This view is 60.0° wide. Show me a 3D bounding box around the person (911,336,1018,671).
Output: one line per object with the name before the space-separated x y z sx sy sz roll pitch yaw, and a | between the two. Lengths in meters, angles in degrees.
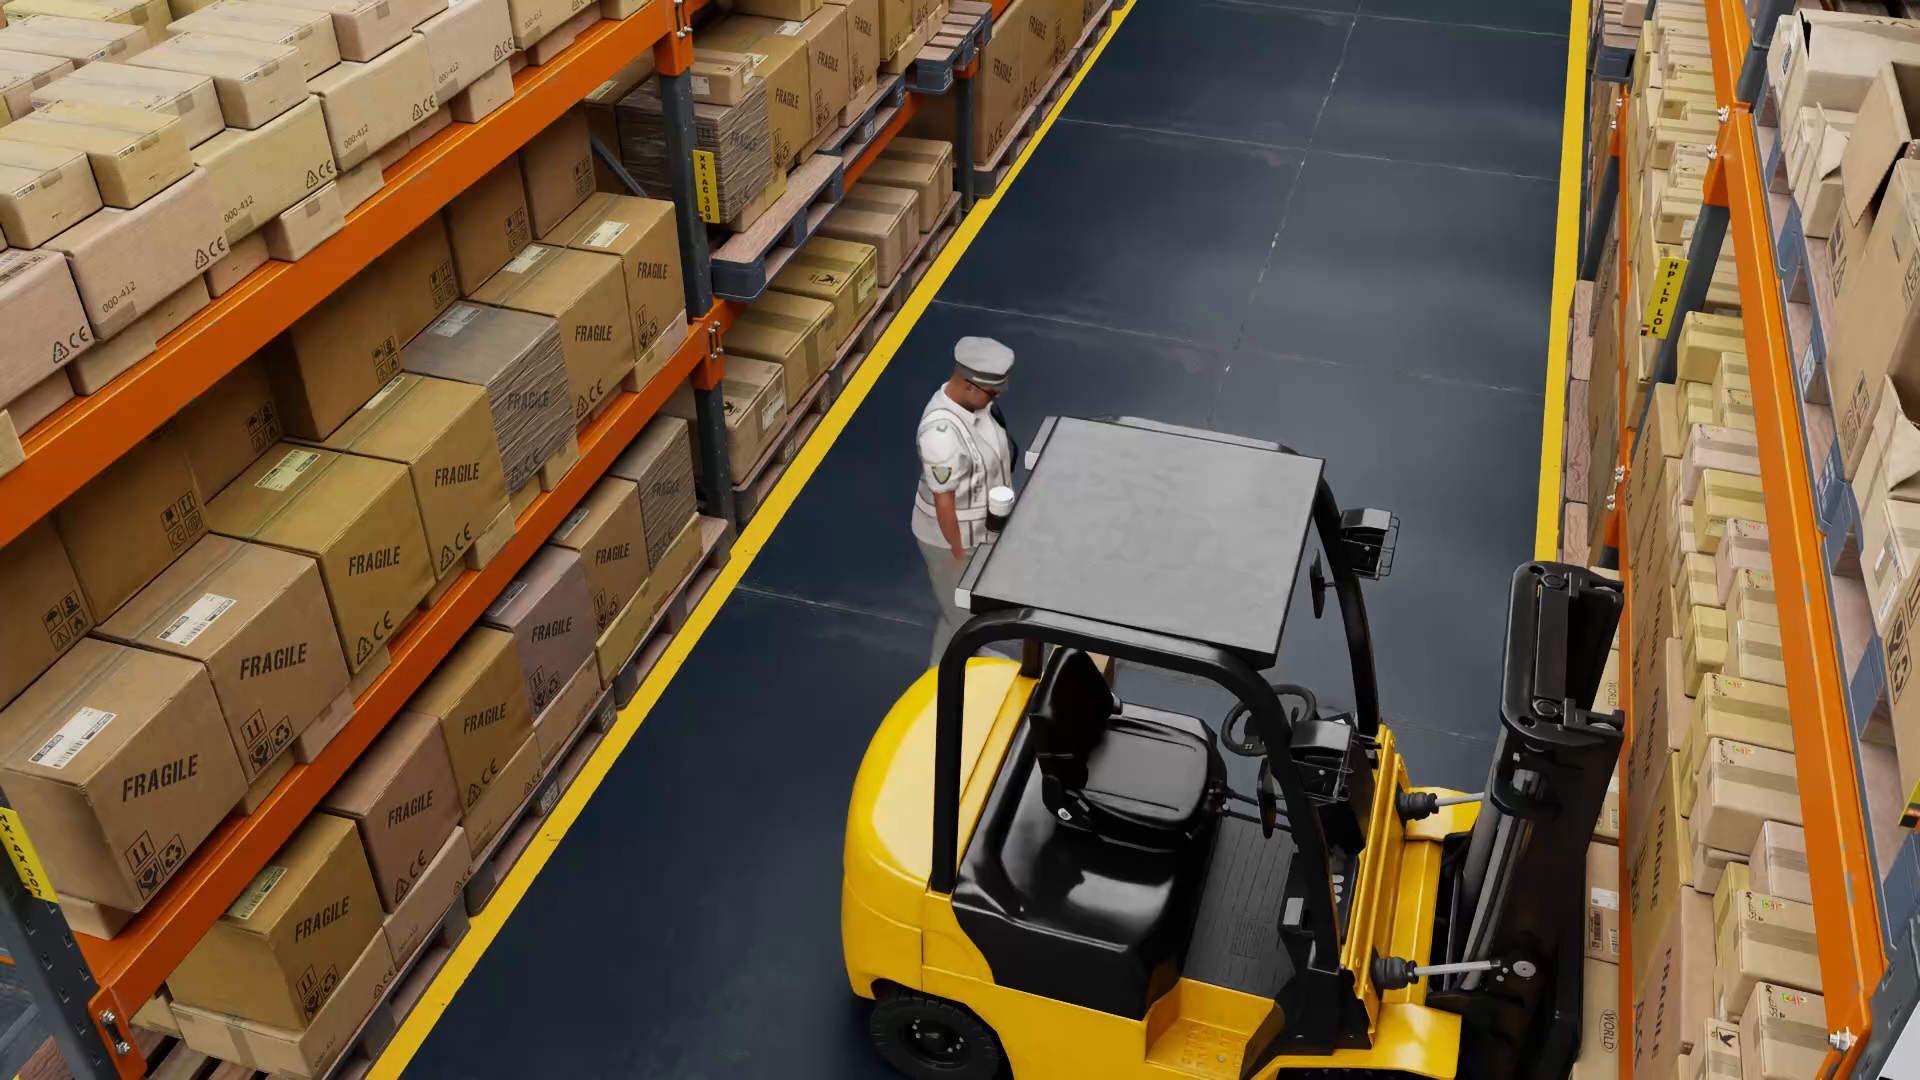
person | 0.020 -0.069 7.004 0.392 1.731 0.538 11 38 15
